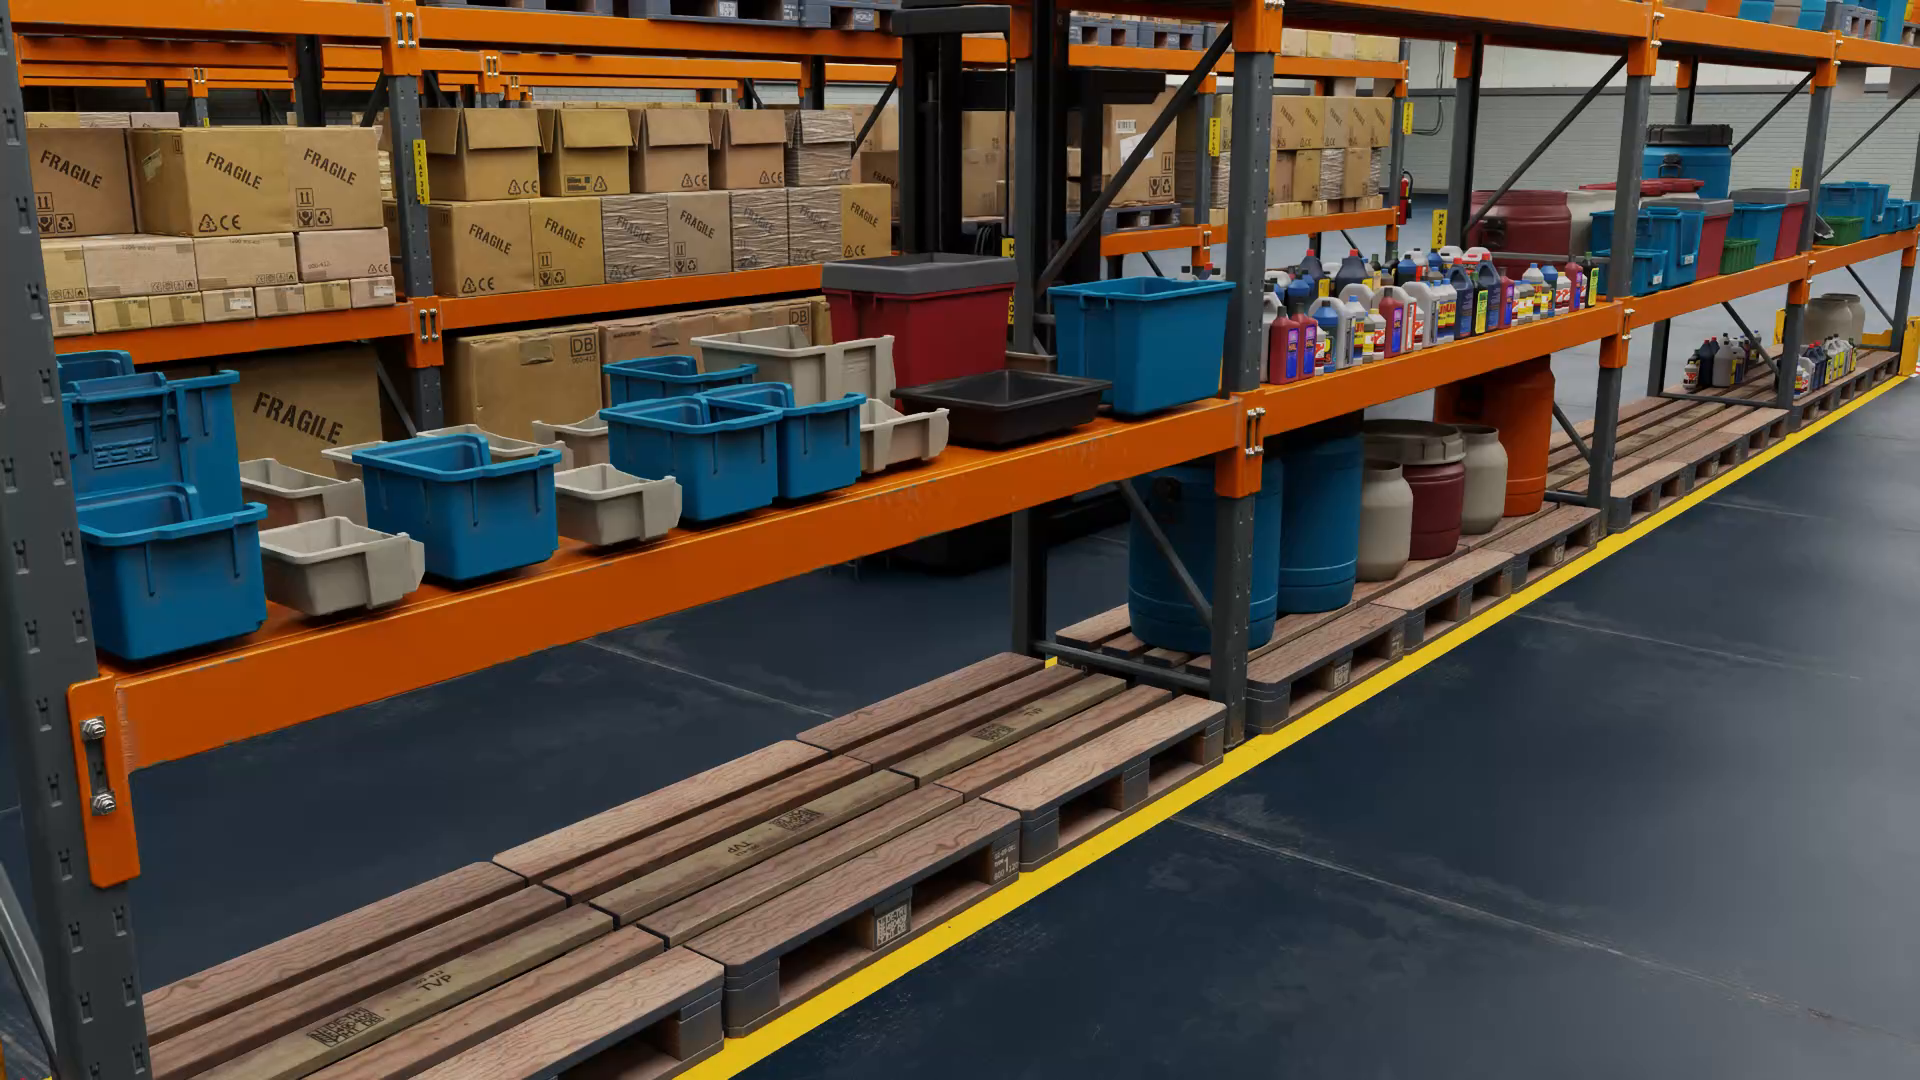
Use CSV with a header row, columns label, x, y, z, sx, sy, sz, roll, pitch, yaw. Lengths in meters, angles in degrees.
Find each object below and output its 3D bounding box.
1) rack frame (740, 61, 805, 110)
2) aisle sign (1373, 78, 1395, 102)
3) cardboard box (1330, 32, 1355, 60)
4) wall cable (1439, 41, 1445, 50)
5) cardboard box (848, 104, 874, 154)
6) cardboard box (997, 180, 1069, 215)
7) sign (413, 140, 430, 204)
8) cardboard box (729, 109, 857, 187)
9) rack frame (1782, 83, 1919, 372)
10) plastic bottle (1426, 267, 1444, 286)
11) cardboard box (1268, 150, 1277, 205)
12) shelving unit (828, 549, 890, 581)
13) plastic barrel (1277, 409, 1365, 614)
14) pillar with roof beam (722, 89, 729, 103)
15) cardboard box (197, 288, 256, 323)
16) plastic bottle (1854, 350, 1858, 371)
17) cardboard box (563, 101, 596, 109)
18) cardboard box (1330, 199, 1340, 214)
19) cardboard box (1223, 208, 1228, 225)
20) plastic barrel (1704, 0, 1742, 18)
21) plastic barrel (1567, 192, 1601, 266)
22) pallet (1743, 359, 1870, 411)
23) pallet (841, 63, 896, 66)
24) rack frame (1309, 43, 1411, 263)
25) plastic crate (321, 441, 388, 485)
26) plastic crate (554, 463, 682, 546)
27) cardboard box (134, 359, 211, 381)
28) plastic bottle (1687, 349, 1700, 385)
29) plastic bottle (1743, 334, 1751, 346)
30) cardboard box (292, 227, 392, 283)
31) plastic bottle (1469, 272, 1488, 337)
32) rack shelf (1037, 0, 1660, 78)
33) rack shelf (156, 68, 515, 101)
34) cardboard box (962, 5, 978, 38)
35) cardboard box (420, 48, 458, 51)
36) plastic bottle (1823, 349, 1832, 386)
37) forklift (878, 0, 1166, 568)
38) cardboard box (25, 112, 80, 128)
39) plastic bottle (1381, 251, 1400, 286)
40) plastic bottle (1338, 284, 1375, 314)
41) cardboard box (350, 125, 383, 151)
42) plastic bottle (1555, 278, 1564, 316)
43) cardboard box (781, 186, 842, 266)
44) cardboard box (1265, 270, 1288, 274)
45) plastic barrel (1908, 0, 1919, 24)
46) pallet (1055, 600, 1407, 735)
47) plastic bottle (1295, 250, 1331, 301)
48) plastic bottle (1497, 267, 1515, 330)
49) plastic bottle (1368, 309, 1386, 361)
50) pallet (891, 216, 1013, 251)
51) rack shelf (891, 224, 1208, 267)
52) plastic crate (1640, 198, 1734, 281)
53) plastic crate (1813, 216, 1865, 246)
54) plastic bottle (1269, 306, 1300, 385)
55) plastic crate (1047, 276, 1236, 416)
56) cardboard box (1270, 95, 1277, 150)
label,x,y,z,sx,sy,sz,roll,pitch,yaw
rack frame,-1.991,-3.854,18.201,1.000,3.000,0.127,11,18,38
aisle sign,4.590,-5.058,17.663,0.394,0.787,0.004,11,18,38
cardboard box,3.572,-4.889,16.490,0.500,0.250,0.500,12,18,39
wall cable,15.447,-15.677,48.605,3.097,2.526,0.112,11,18,38
cardboard box,-1.477,-4.638,18.792,0.875,0.550,0.550,11,18,38
cardboard box,0.521,-2.717,13.178,0.500,0.250,0.500,11,18,36
sign,-2.792,-1.907,8.619,0.100,0.325,0.005,11,18,38
cardboard box,-1.183,-2.698,11.411,0.797,0.503,0.637,12,19,39
rack frame,8.170,-3.066,15.102,1.000,3.000,0.127,11,18,38
plastic bottle,2.436,-1.301,8.555,0.097,0.201,0.097,0,14,0
cardboard box,2.476,-3.426,15.711,0.875,0.500,0.500,11,18,38
shelving unit,-0.515,-0.345,8.347,0.215,1.050,0.252,11,18,36
plastic barrel,1.428,-0.192,7.195,0.600,0.901,0.708,11,18,38
pillar with roof beam,-1.273,-9.531,28.363,9.100,9.000,0.400,11,18,38
cardboard box,-3.646,-1.156,8.092,0.380,0.149,0.250,12,18,39
plastic bottle,7.356,-1.504,13.740,0.097,0.201,0.097,0,14,0
cardboard box,-5.122,-5.423,21.539,0.700,0.500,0.500,11,18,38
cardboard box,3.665,-3.434,17.059,0.380,0.149,0.250,11,18,38
cardboard box,2.340,-2.986,15.294,0.380,0.149,0.250,11,18,38
plastic barrel,4.238,-3.445,9.628,0.600,0.830,0.708,11,18,38
plastic barrel,3.622,-1.819,9.962,0.421,0.512,0.421,0,14,0
pallet,6.877,-1.306,13.834,1.003,0.211,1.213,11,18,38
pallet,-0.702,-5.652,19.368,1.003,0.211,1.213,11,18,38
rack frame,4.317,-3.833,18.119,1.000,3.000,0.127,11,18,38
plastic crate,-1.321,-0.141,4.000,0.396,0.136,0.243,11,18,38
plastic crate,-0.783,-0.078,3.753,0.250,0.136,0.298,11,18,38
cardboard box,-4.268,-0.422,8.155,0.875,0.875,0.875,11,18,38
plastic bottle,5.701,-1.340,12.930,0.061,0.283,0.133,12,19,40
plastic bottle,6.572,-1.593,13.948,0.097,0.271,0.097,0,14,0
cardboard box,-3.298,-1.481,8.561,0.500,0.250,0.500,11,18,37
plastic bottle,2.301,-1.054,7.419,0.061,0.283,0.133,11,18,38
rack shelf,1.885,-2.257,7.282,1.077,0.370,4.000,11,18,38
rack shelf,-7.162,-5.323,19.352,1.077,0.370,4.000,11,18,38
cardboard box,-0.217,-3.733,11.936,0.500,0.250,0.500,12,18,39
cardboard box,-4.666,-4.441,14.218,0.500,0.500,0.500,11,18,38
plastic bottle,6.741,-1.349,12.963,0.061,0.283,0.133,12,19,40
forklift,0.448,-1.585,9.409,1.130,2.935,3.031,11,18,36
cardboard box,-9.174,-4.034,16.678,0.500,0.500,0.500,11,18,38
plastic bottle,2.208,-1.338,8.534,0.061,0.283,0.133,11,18,38
plastic bottle,1.678,-0.939,6.978,0.152,0.276,0.135,11,18,38
cardboard box,-6.985,-4.579,19.396,0.500,0.500,0.500,10,18,35
plastic bottle,2.926,-1.212,8.207,0.097,0.201,0.097,0,14,0
cardboard box,-1.146,-2.122,11.180,0.500,0.500,0.500,11,18,37
cardboard box,3.154,-2.471,16.982,0.500,0.500,0.500,14,20,43
plastic barrel,7.963,-4.819,14.184,0.600,0.830,0.708,11,18,38
pallet,1.145,0.442,6.955,1.003,0.211,1.213,11,18,38
plastic bottle,1.643,-1.182,7.784,0.144,0.351,0.185,11,18,38
plastic bottle,2.501,-1.115,7.659,0.061,0.283,0.133,11,18,38
plastic bottle,1.661,-0.827,6.690,0.097,0.201,0.097,0,14,0
pallet,-0.346,-2.361,12.714,1.213,0.211,1.003,11,18,38
rack shelf,0.546,-2.335,13.684,1.077,0.370,4.000,11,18,38
plastic crate,4.395,-1.827,10.095,0.402,0.464,0.583,11,18,38
plastic crate,6.728,-2.414,12.964,0.450,0.188,0.662,11,18,38
plastic bottle,1.190,-0.716,6.086,0.061,0.283,0.133,11,18,38
plastic crate,0.599,-0.647,5.490,0.392,0.384,0.575,11,18,38
cardboard box,2.597,-3.887,15.493,0.500,0.500,0.500,11,18,38
